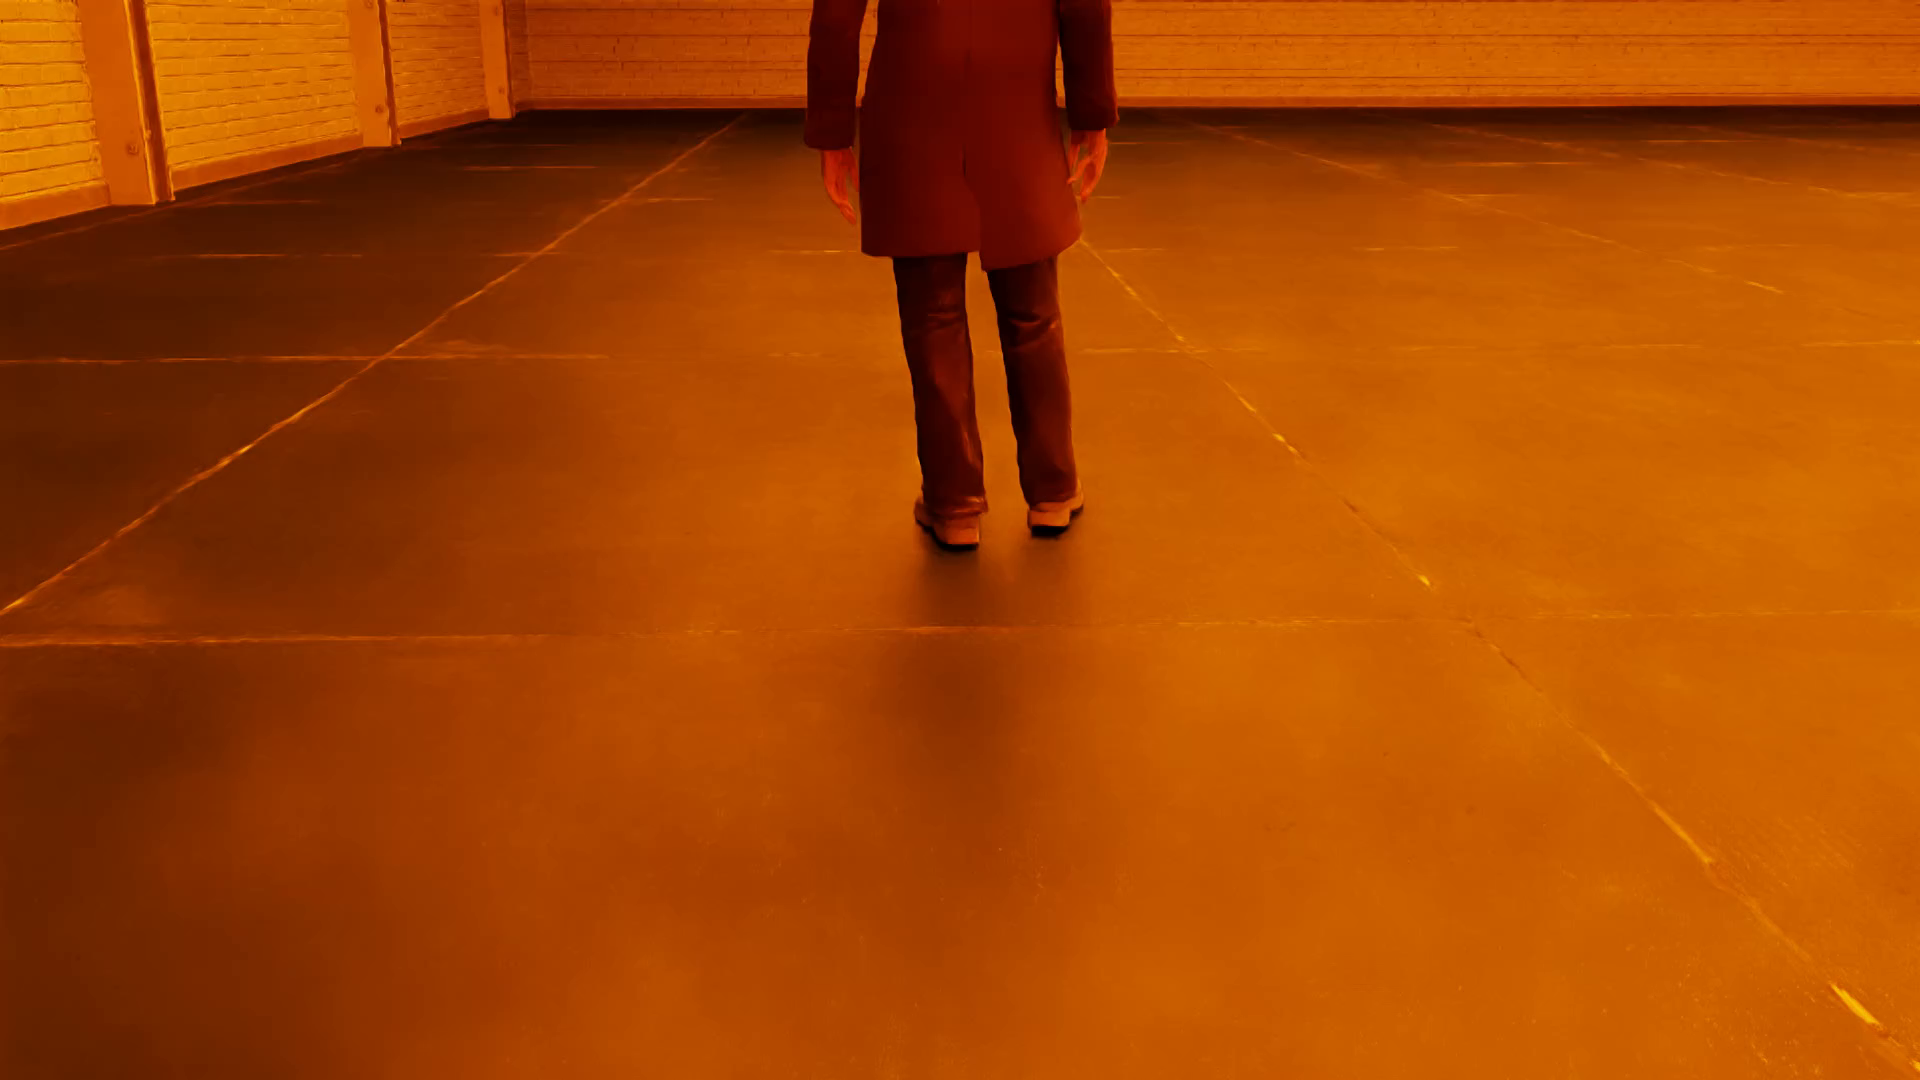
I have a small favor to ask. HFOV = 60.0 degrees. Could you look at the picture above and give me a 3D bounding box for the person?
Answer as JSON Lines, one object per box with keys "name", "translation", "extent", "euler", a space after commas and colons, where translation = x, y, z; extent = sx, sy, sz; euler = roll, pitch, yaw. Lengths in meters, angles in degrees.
{"name": "person", "translation": [0.000, -0.884, 3.743], "extent": [0.694, 1.776, 0.580], "euler": [-1, 17, -3]}
